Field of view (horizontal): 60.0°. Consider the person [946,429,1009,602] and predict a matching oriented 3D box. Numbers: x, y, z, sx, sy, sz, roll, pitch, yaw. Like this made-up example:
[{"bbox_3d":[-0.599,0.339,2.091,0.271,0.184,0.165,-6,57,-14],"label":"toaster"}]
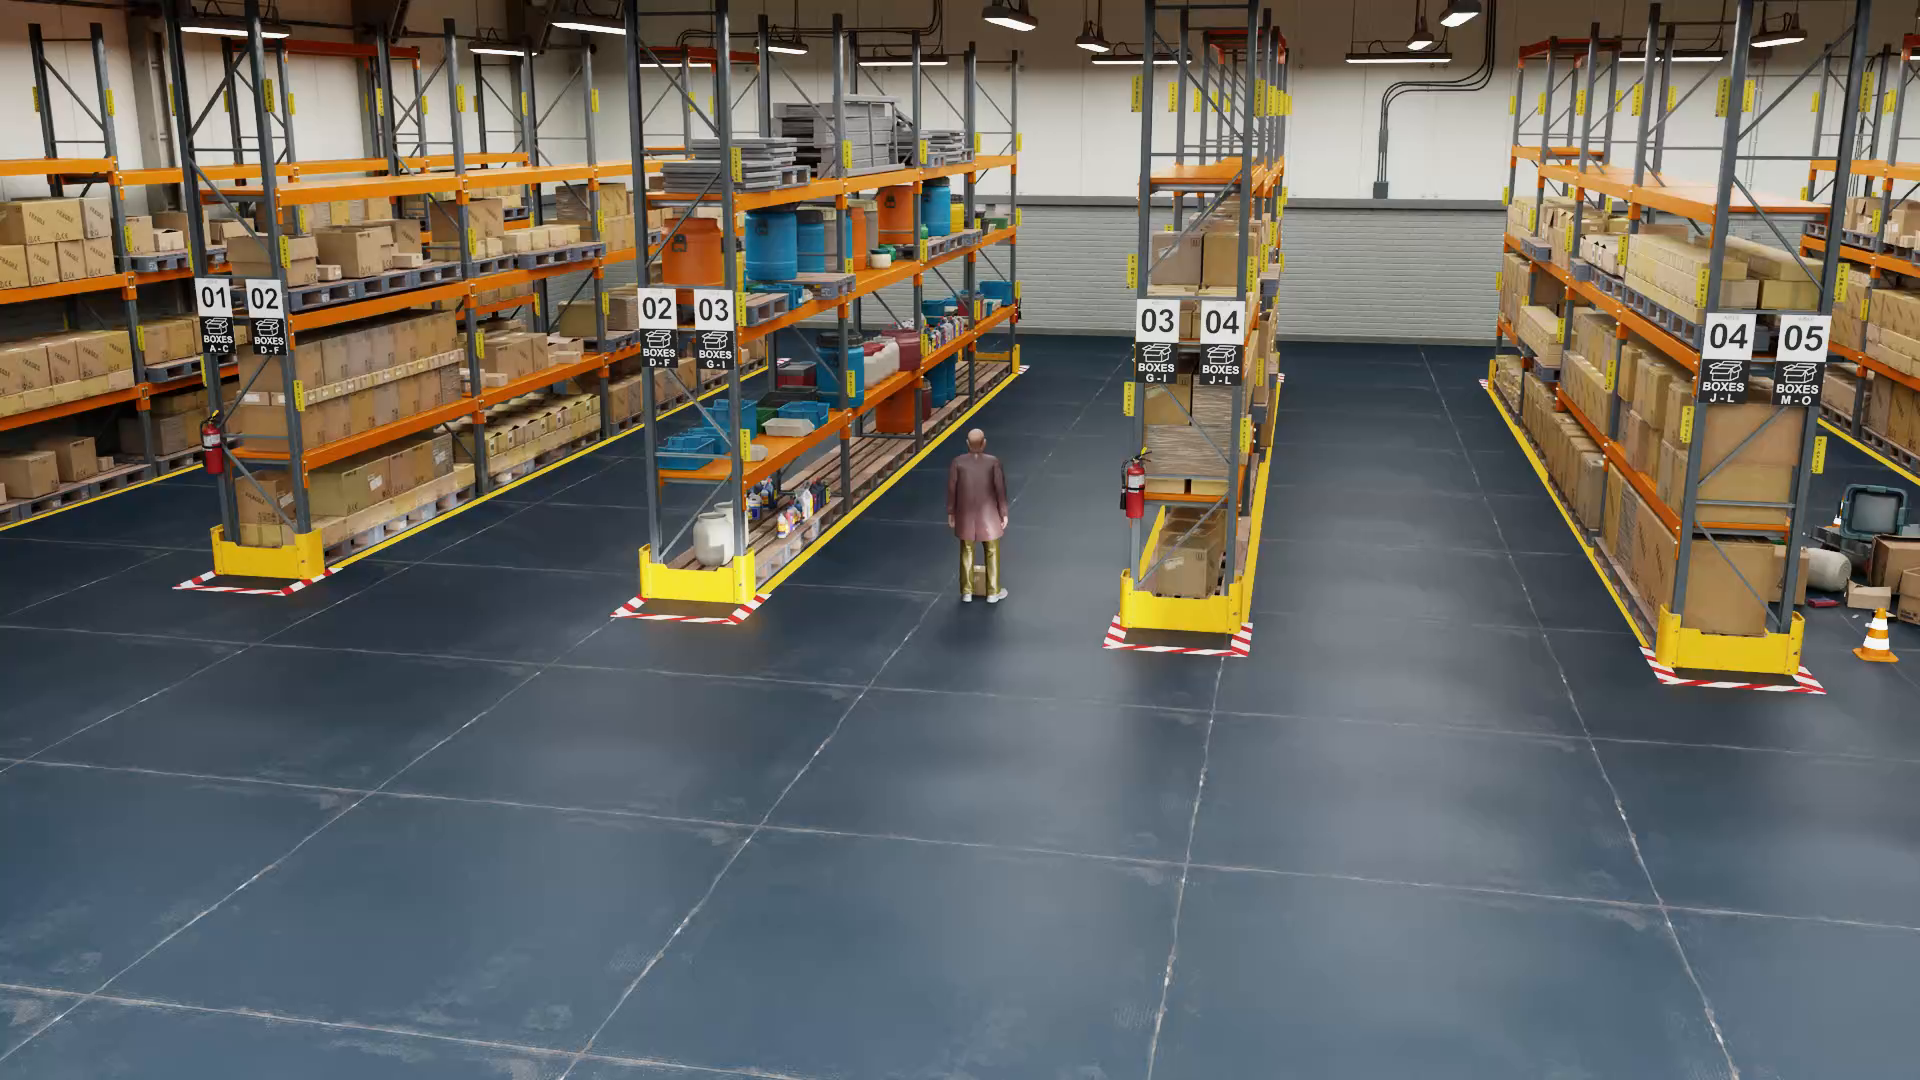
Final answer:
[{"bbox_3d":[0.179,-0.252,17.021,0.653,1.774,0.416,3,15,10],"label":"person"}]
